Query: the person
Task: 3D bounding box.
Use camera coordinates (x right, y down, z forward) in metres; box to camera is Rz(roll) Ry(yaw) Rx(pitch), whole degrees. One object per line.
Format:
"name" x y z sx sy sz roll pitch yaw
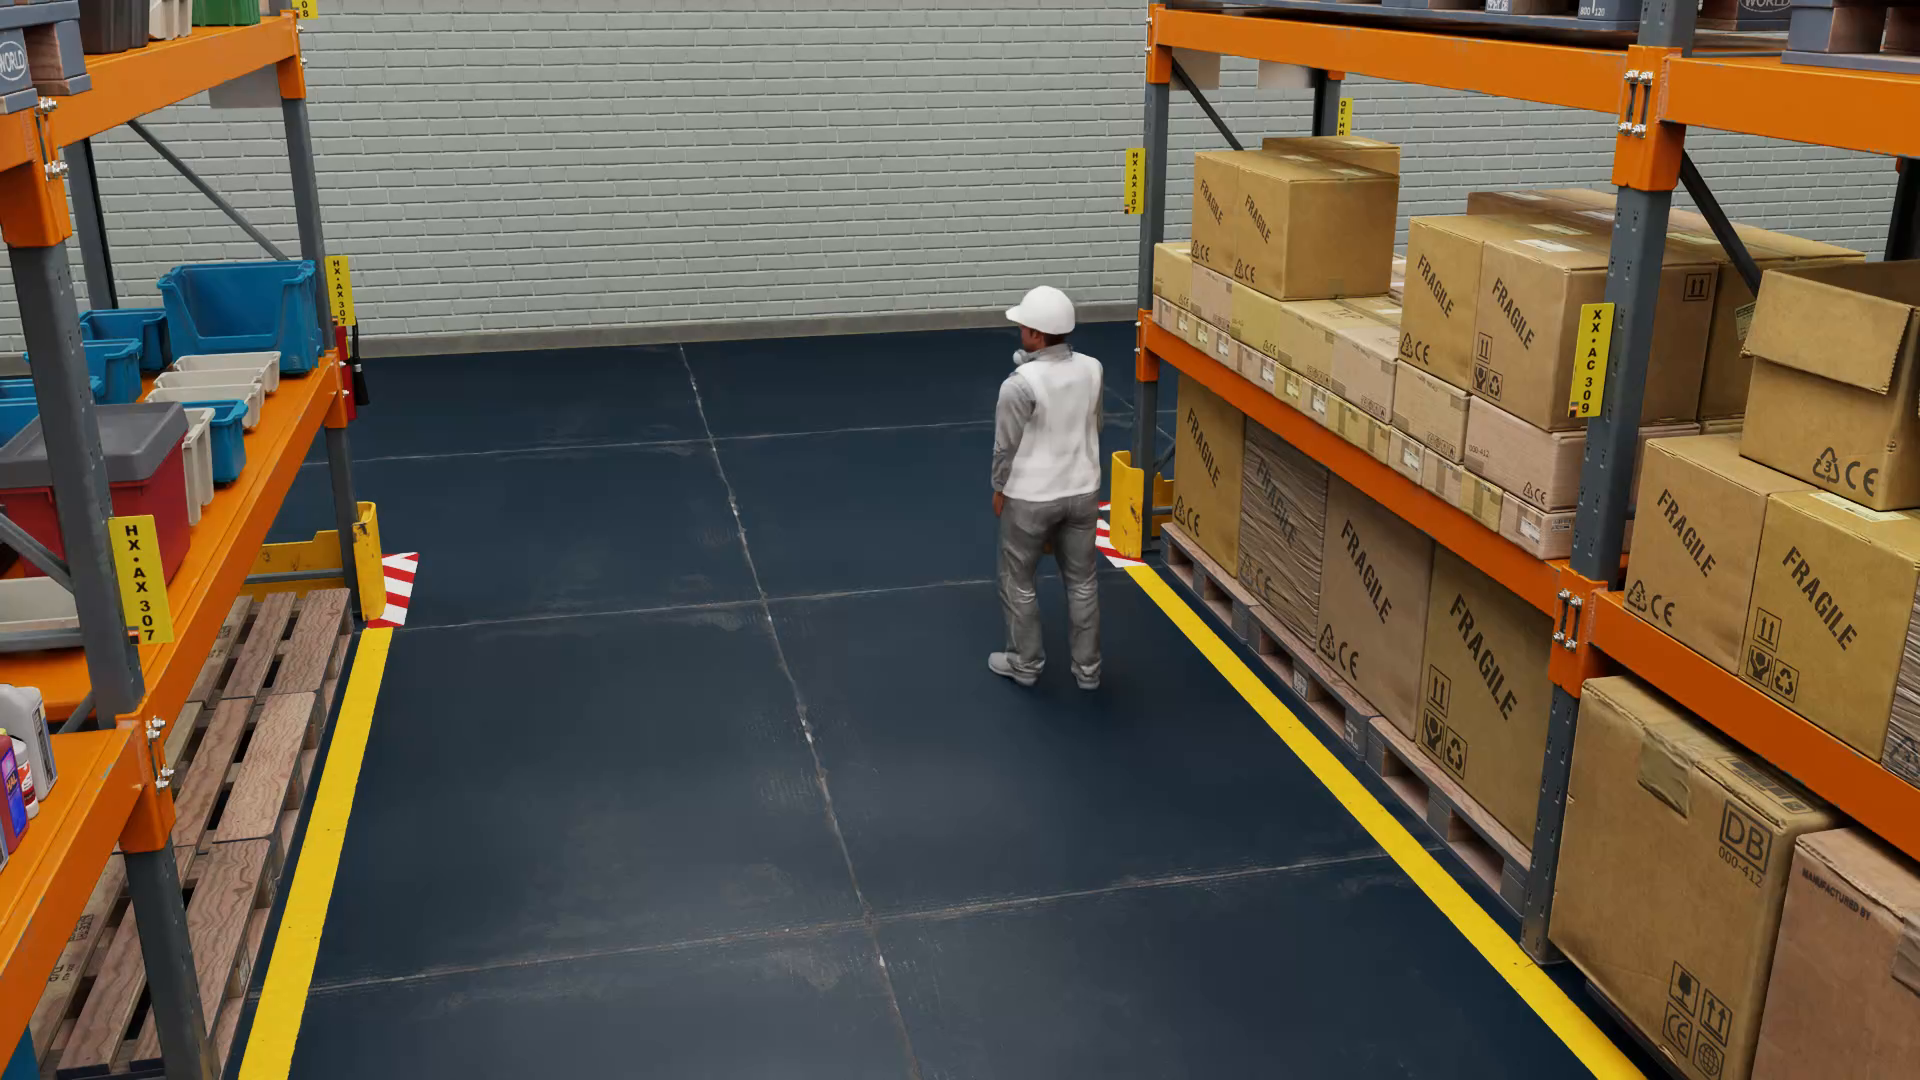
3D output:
"person" 0.359 -0.215 7.133 0.550 1.774 0.513 -11 22 -28
